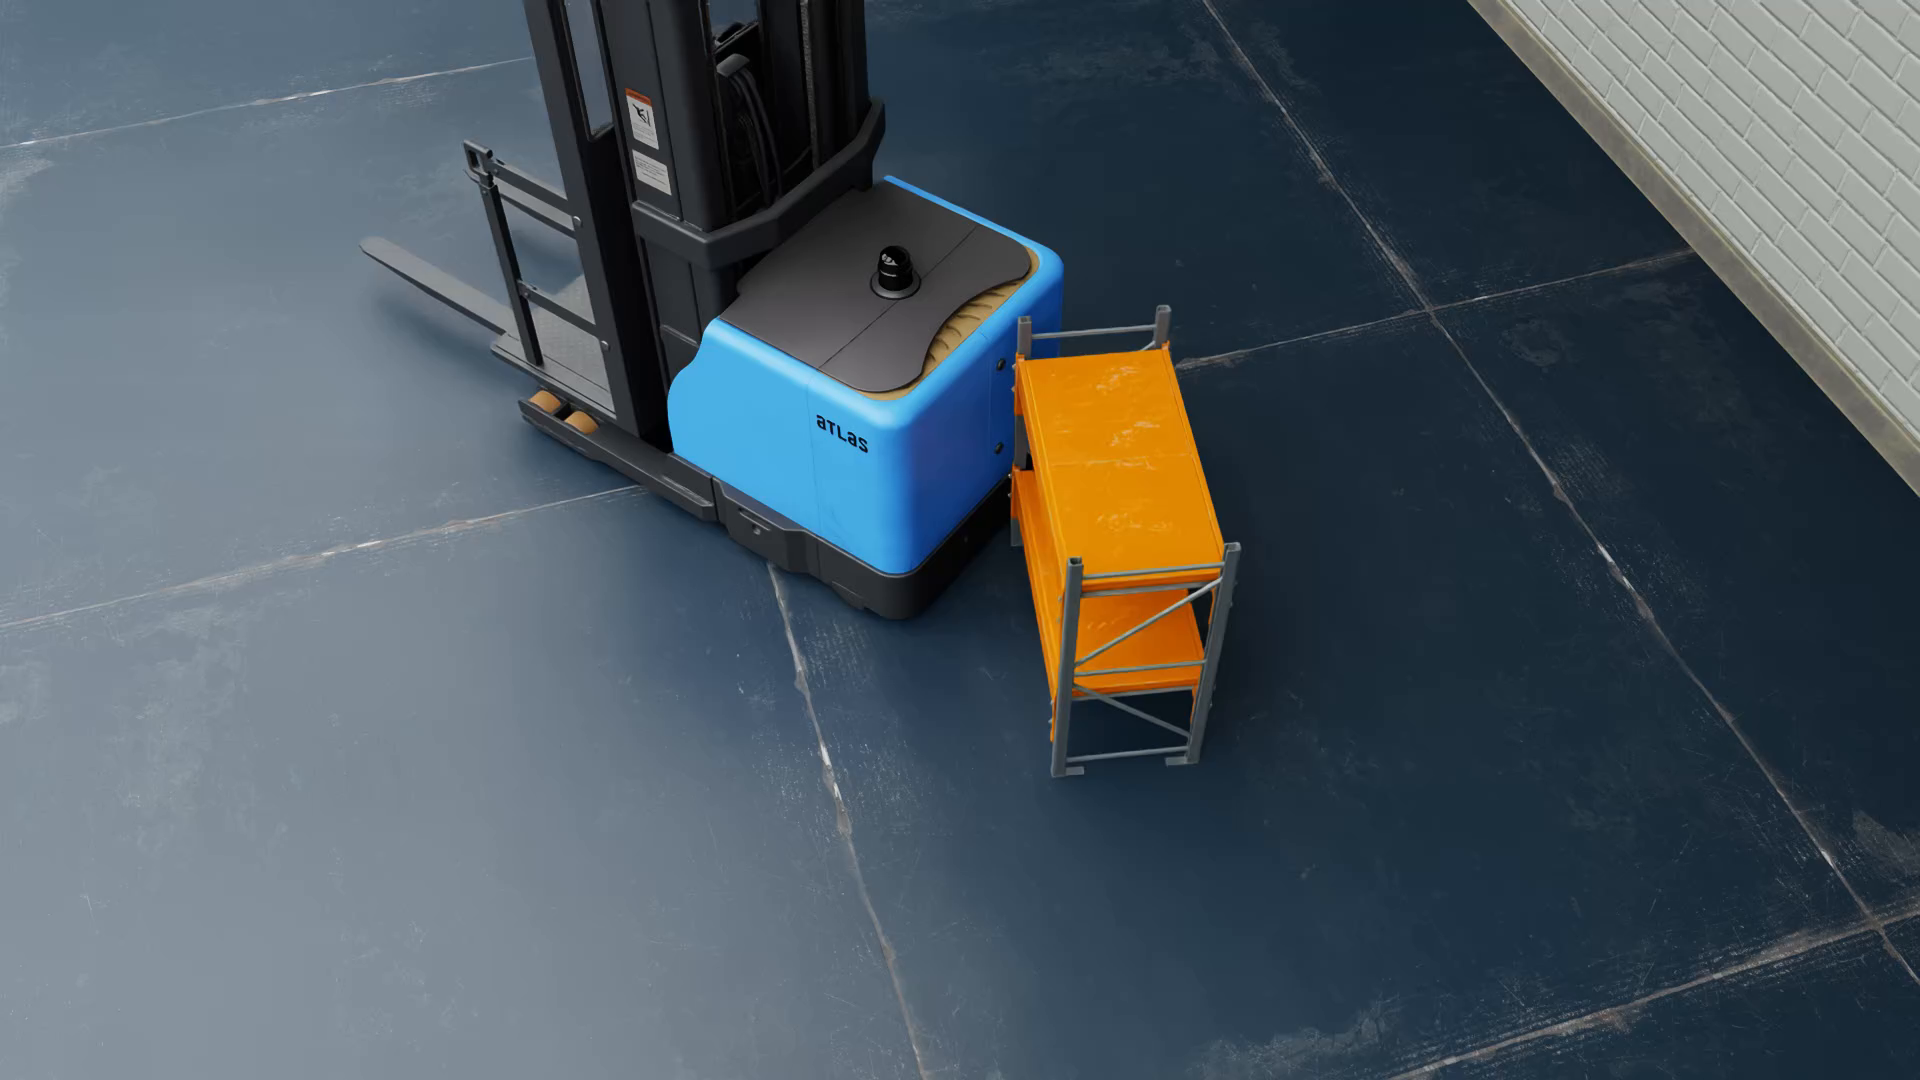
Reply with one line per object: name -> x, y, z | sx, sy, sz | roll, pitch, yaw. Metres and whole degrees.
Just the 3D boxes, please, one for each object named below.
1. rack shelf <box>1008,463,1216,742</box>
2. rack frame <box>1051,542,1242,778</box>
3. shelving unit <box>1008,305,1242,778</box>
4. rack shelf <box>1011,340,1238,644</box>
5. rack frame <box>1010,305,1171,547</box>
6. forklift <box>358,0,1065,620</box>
rack shelf -> 0.497, 0.174, 5.688 | 0.538, 0.278, 1.000 | -5, 50, -4
rack frame -> 0.556, 0.402, 5.175 | 0.500, 1.125, 0.032 | -5, 50, -4
shelving unit -> 0.497, 0.016, 5.501 | 0.538, 1.125, 1.048 | -5, 50, -4
rack shelf -> 0.497, -0.173, 5.277 | 0.538, 0.278, 1.000 | -5, 50, -4
rack frame -> 0.438, -0.370, 5.826 | 0.500, 1.125, 0.032 | -5, 50, -4
forklift -> -1.119, -1.584, 5.669 | 3.031, 2.935, 1.130 | 29, 56, 22
